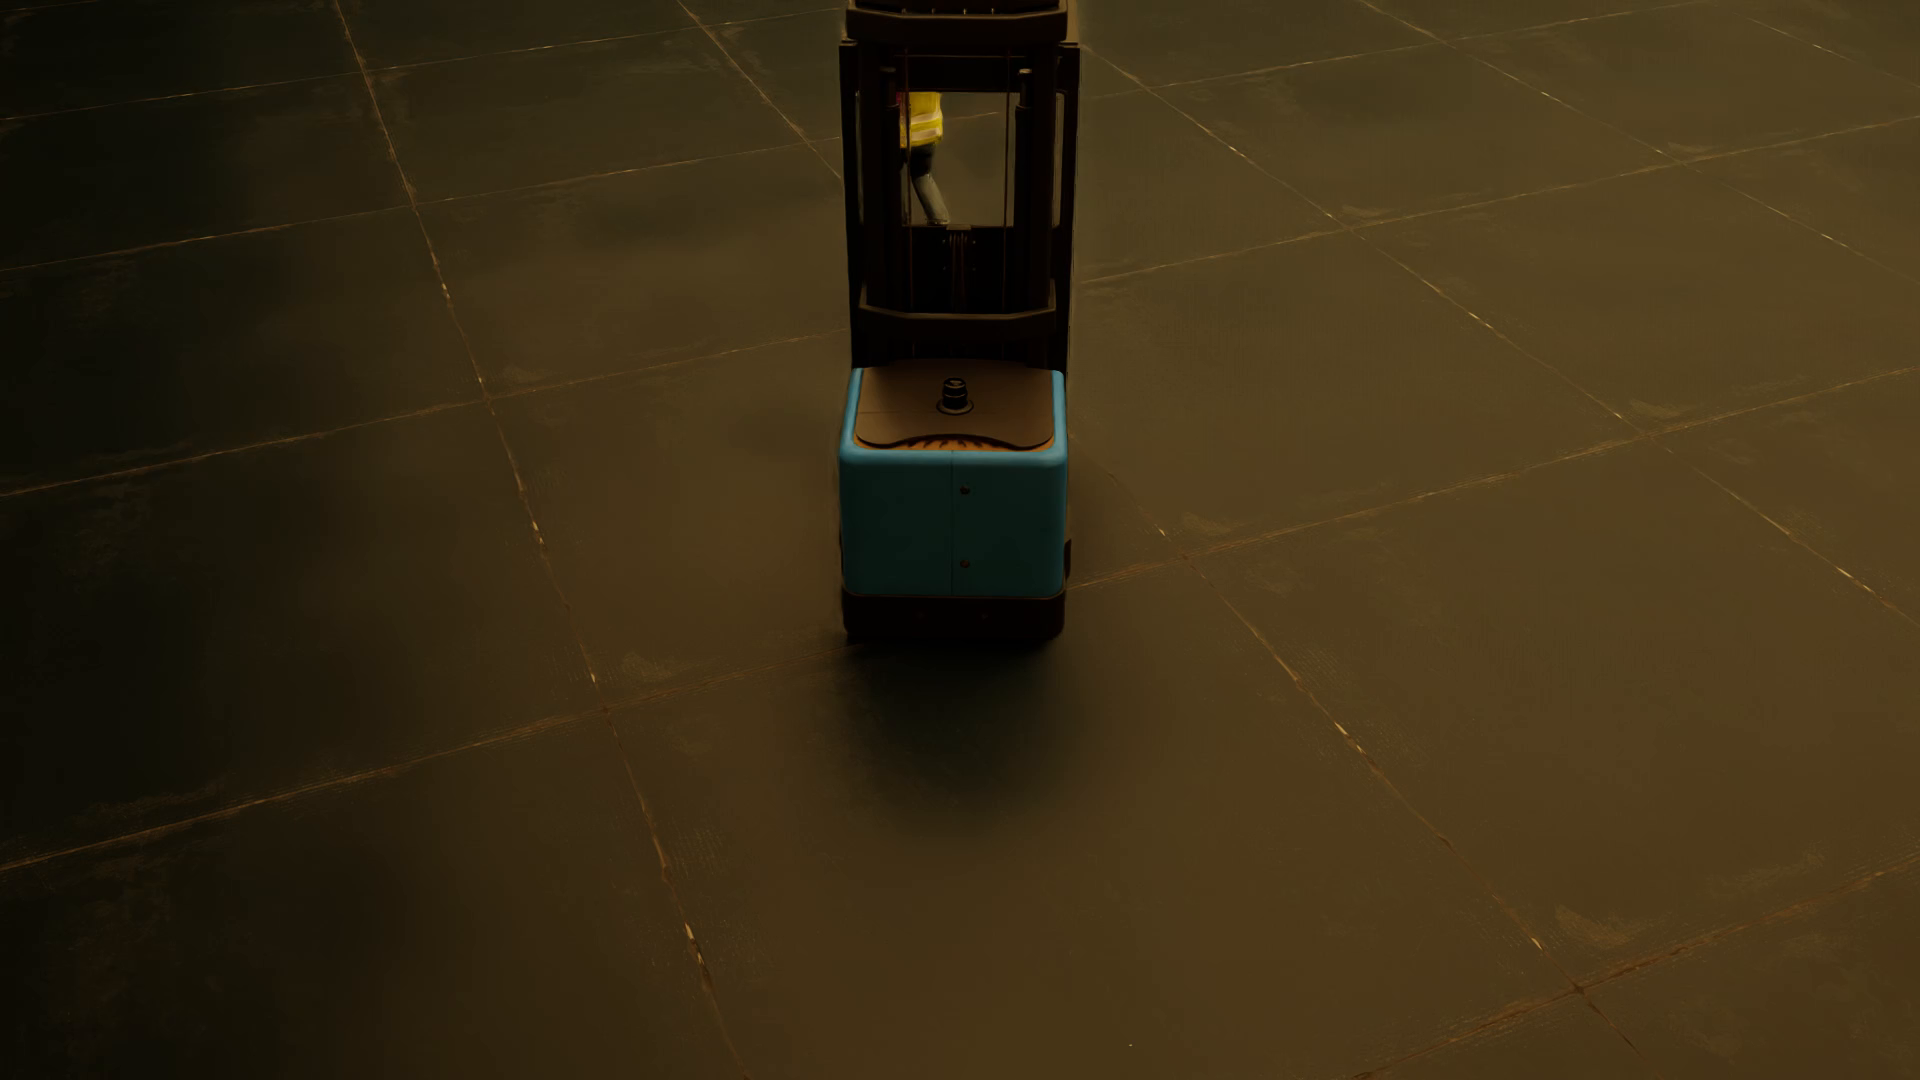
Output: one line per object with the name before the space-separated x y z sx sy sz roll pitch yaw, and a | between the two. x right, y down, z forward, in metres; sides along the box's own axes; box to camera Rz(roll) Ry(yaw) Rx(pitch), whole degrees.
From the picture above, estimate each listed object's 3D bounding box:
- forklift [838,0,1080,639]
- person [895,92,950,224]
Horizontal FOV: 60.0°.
forklift | 0.004 -1.551 8.279 1.130 2.935 3.031 1 35 1
person | -0.371 -2.692 10.945 0.729 1.709 0.625 -18 39 -23
